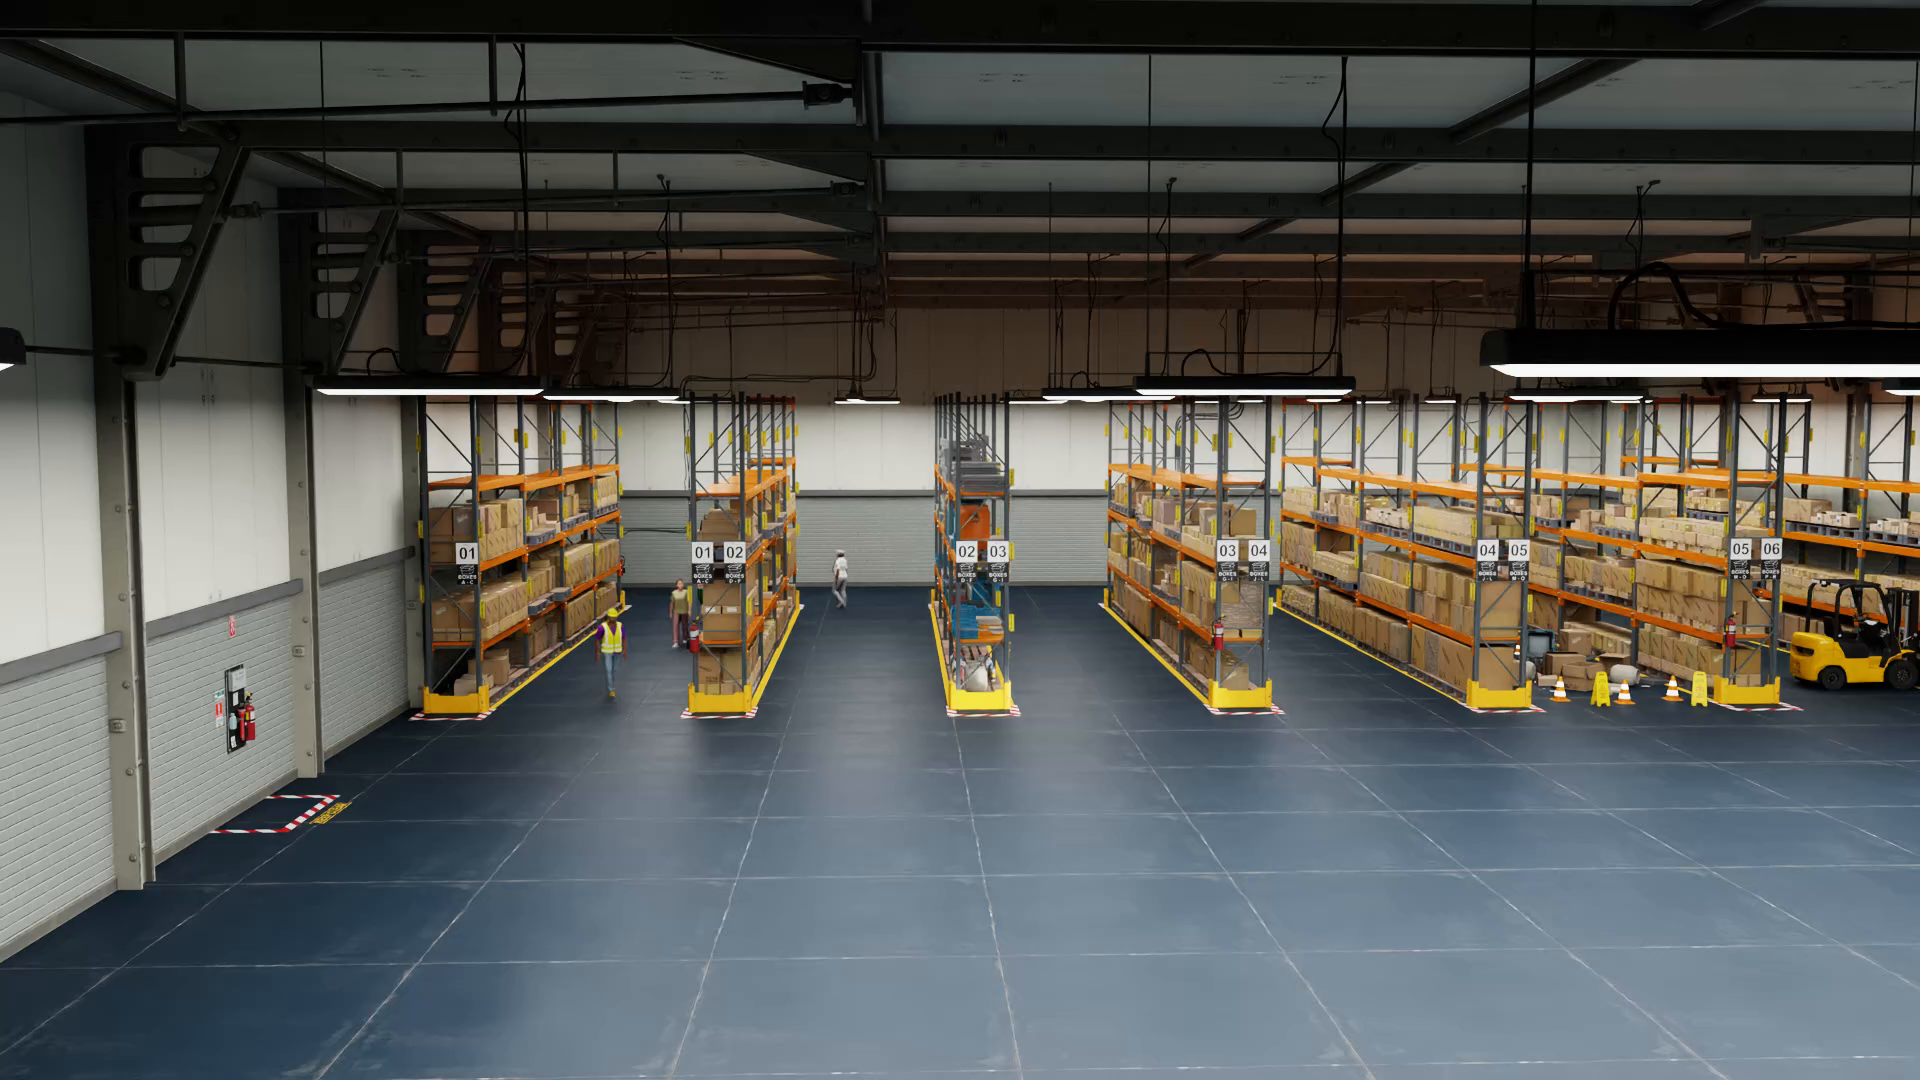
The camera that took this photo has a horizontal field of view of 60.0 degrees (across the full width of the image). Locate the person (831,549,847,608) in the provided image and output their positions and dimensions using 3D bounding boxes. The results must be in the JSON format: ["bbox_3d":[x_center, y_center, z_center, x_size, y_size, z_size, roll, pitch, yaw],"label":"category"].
[{"bbox_3d":[-3.385,1.103,47.205,0.427,1.682,0.506,3,6,35],"label":"person"}]

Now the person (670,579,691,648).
[{"bbox_3d":[-6.667,1.730,39.609,0.546,1.603,1.064,0,5,-1],"label":"person"}]

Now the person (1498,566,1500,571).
[{"bbox_3d":[13.417,1.498,41.674,0.593,1.802,0.403,-2,5,-27],"label":"person"}]

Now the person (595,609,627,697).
[{"bbox_3d":[-6.853,2.208,32.818,0.591,1.705,1.033,-3,6,-36],"label":"person"}]

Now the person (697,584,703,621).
[{"bbox_3d":[-6.872,1.277,44.435,0.537,1.725,1.067,0,5,1],"label":"person"}]
